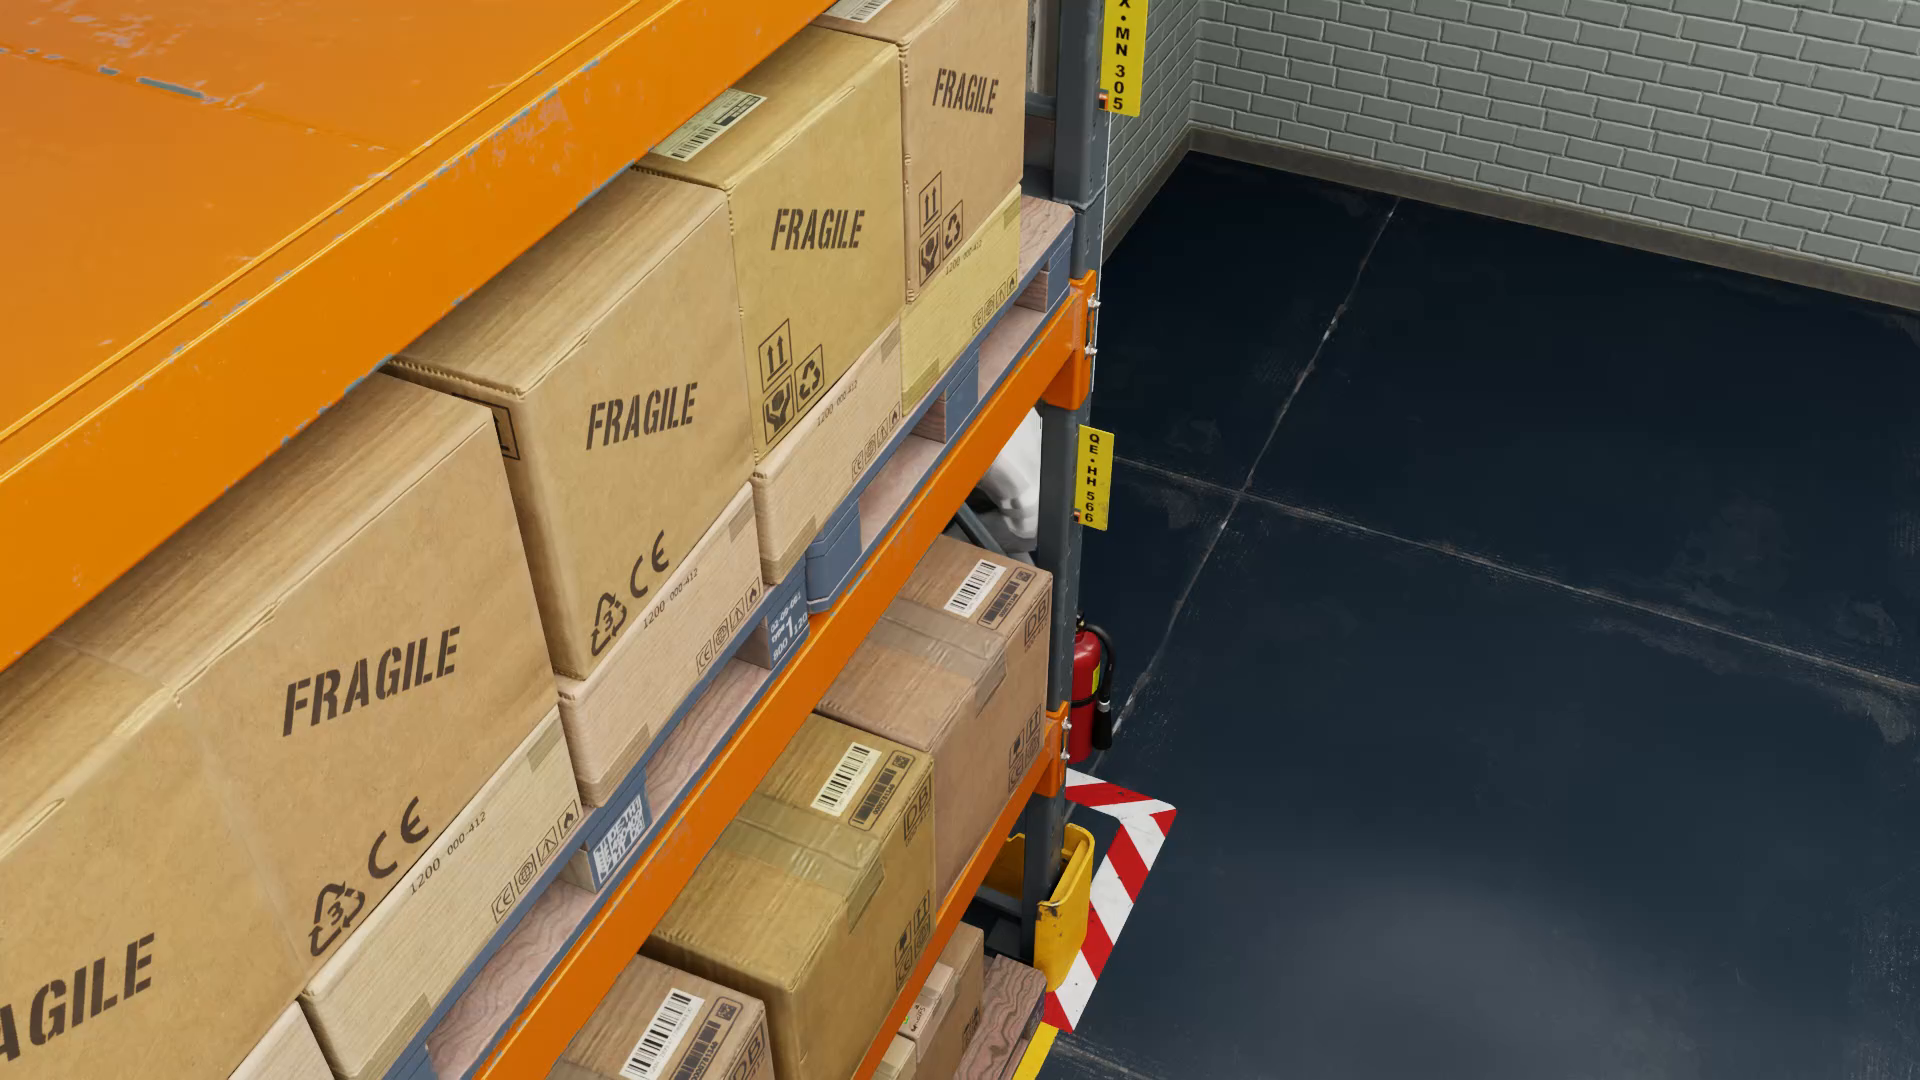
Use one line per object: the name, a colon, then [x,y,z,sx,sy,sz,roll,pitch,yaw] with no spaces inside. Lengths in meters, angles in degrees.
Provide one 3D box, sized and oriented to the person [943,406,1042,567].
person: [0.088,-0.172,6.675,0.805,1.313,0.629,17,45,18]
